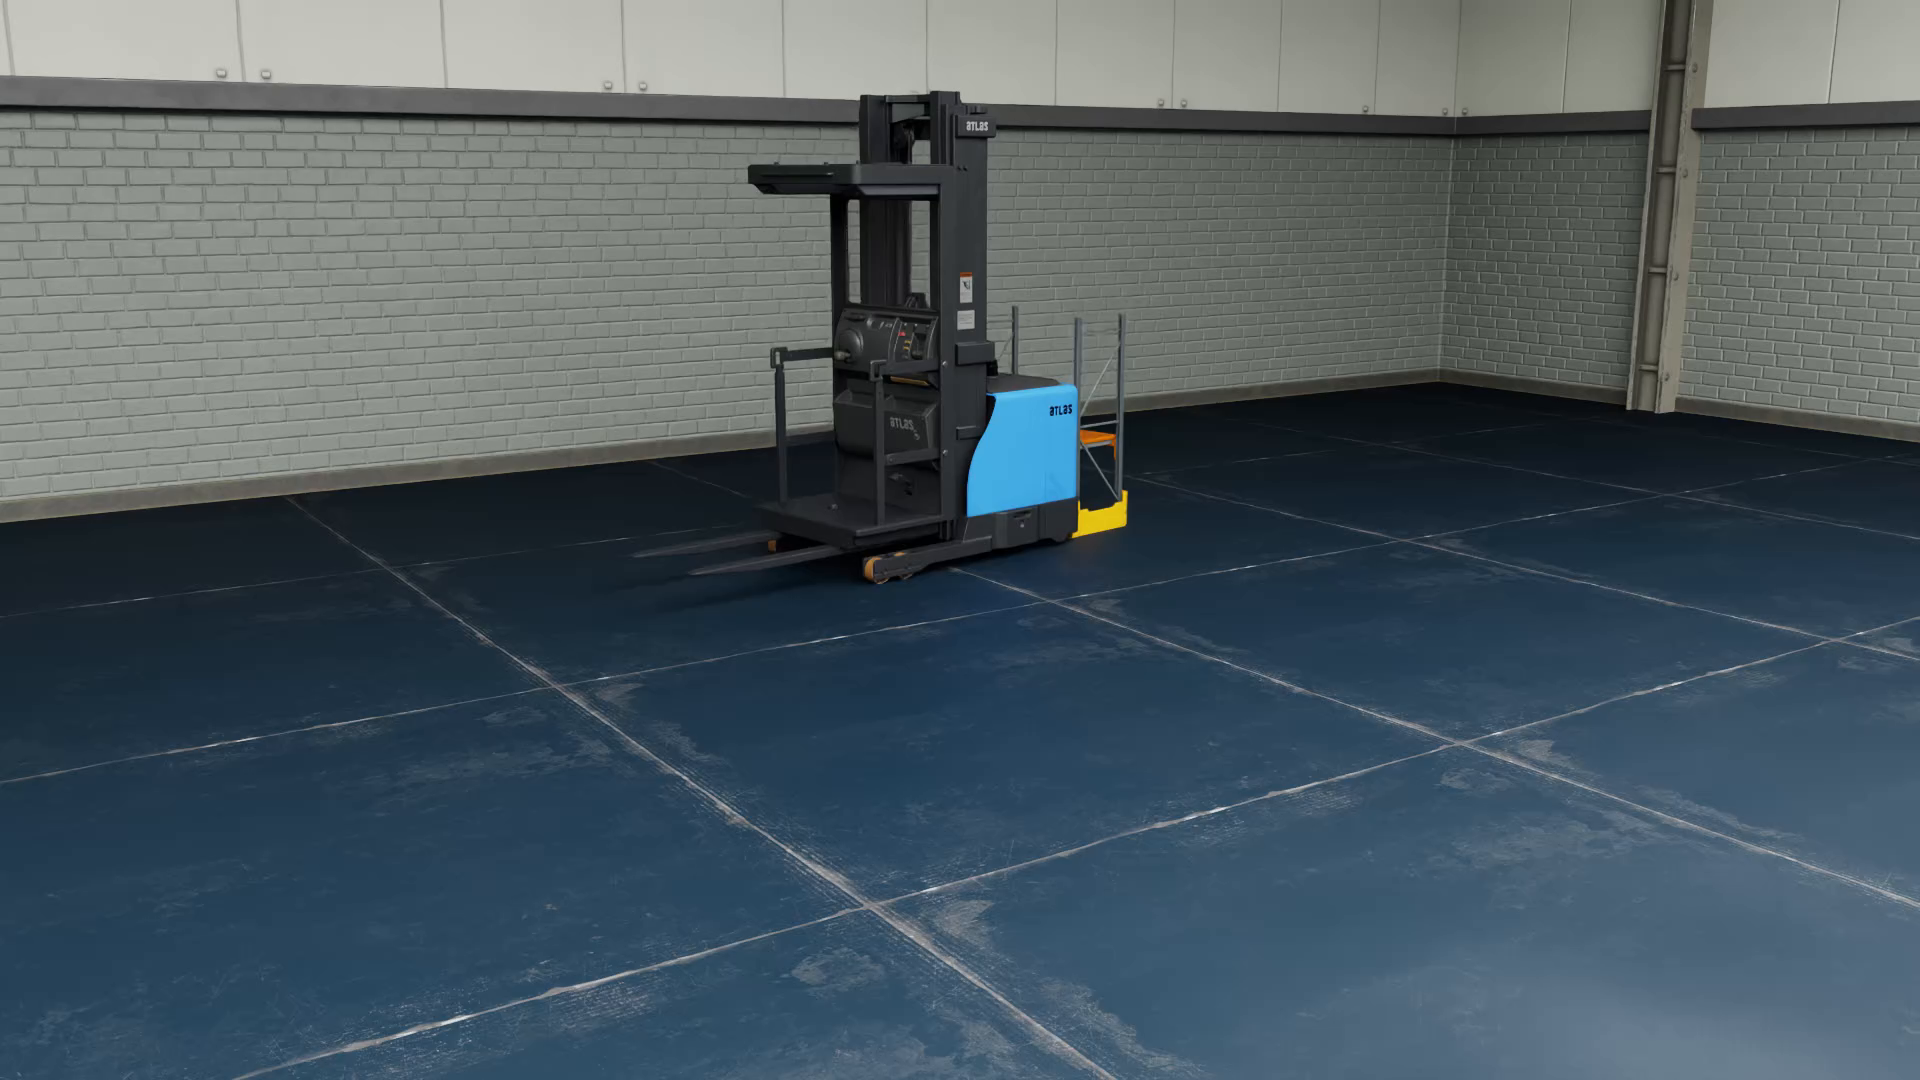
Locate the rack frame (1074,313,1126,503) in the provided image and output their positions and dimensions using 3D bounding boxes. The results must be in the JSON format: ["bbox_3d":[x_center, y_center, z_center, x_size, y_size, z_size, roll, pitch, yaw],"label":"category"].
[{"bbox_3d":[0.957,-0.797,11.496,0.500,1.500,0.032,-12,17,-43],"label":"rack frame"}]

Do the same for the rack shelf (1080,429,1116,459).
[{"bbox_3d":[0.600,-0.699,11.888,0.538,0.185,1.000,-12,17,-43],"label":"rack shelf"}]

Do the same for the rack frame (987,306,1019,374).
[{"bbox_3d":[0.242,-0.952,12.203,0.500,1.500,0.032,-12,17,-43],"label":"rack frame"}]

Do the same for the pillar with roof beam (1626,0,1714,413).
[{"bbox_3d":[3.757,-5.267,14.382,9.100,9.000,0.400,-8,15,-33],"label":"pillar with roof beam"}]

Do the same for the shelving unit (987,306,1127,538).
[{"bbox_3d":[0.606,-0.873,11.843,0.587,1.500,1.083,-12,17,-43],"label":"shelving unit"}]

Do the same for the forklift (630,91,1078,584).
[{"bbox_3d":[-0.626,-1.289,10.396,3.031,2.935,1.130,-11,16,-41],"label":"forklift"}]

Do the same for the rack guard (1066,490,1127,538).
[{"bbox_3d":[0.956,-0.187,11.631,0.587,0.250,0.087,-12,17,-43],"label":"rack guard"}]
